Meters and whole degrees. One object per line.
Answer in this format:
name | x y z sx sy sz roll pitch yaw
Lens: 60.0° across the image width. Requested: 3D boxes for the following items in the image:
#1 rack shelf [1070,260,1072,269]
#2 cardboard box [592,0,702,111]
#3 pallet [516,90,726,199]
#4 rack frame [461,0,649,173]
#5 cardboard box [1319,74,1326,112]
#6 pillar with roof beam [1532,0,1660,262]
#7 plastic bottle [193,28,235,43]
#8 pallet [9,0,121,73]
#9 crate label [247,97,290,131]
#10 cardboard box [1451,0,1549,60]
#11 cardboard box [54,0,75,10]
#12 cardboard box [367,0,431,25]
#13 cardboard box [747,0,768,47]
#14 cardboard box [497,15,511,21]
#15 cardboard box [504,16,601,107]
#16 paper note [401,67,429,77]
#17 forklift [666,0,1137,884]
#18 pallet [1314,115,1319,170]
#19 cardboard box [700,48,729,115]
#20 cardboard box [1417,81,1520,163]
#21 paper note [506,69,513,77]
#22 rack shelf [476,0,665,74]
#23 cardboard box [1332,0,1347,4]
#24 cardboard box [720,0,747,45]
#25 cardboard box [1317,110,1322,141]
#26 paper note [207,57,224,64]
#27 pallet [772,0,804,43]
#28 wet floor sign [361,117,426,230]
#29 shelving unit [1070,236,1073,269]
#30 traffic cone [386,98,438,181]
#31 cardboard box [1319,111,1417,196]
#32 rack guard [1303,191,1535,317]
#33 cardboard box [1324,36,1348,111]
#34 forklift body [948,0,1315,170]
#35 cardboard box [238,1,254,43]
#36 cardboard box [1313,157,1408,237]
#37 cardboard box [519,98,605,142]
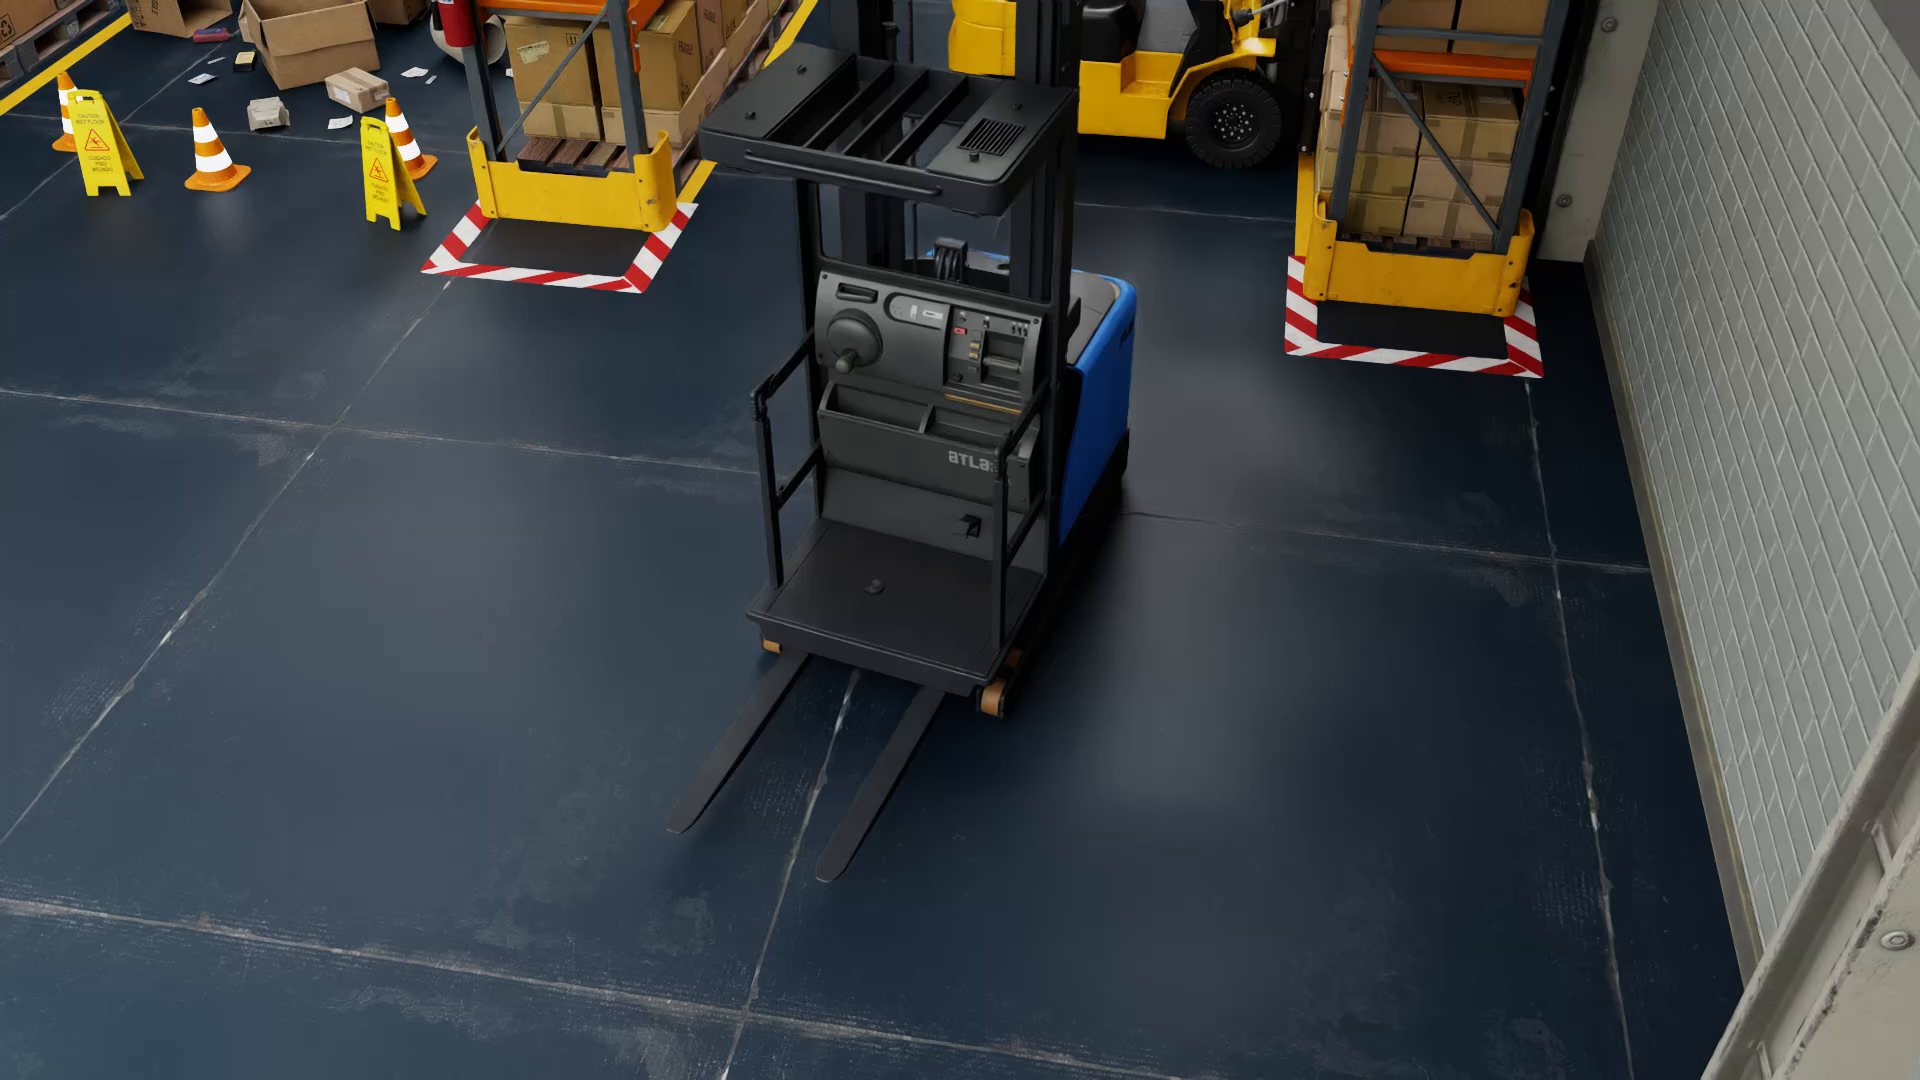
rack shelf | 0.387 -1.191 7.933 0.215 0.259 0.240 16 40 18
cardboard box | -1.926 -3.005 10.270 0.500 0.500 0.500 5 40 6
pallet | -2.153 -2.602 10.732 1.003 0.211 1.213 6 40 8
rack frame | -2.341 -3.123 9.173 1.000 3.000 0.127 6 40 8
cardboard box | 2.491 -2.853 10.282 0.500 0.250 0.500 6 40 7
pillar with roof beam | -0.684 -5.702 7.585 9.100 9.000 0.400 6 40 8
plastic bottle | -5.452 -3.696 12.173 0.283 0.061 0.133 -6 40 -8
pallet | -6.959 -3.805 12.186 1.003 0.211 1.213 6 40 8
crate label | -4.614 -2.841 11.079 0.250 0.136 0.298 -13 41 -15
cardboard box | 2.907 -2.897 8.821 0.500 0.500 0.500 8 40 9
cardboard box | -6.872 -4.506 12.183 0.875 0.875 0.875 7 40 8
cardboard box | -4.377 -4.183 12.307 0.797 0.637 0.503 6 40 8
cardboard box | -1.661 -3.681 11.676 0.500 0.250 0.500 7 40 8
cardboard box | -3.175 -4.149 12.373 0.500 0.500 0.500 -28 47 -30
cardboard box | -2.459 -3.046 10.320 0.500 0.500 0.500 7 40 8
paper note | -3.843 -3.304 11.731 0.148 0.019 0.142 20 44 23
forklift | -0.208 -0.710 6.308 1.130 2.935 3.031 14 42 17
pallet | 2.853 -2.751 10.912 1.003 0.211 1.213 6 40 8
cardboard box | -1.834 -3.020 10.878 0.500 0.250 0.500 8 40 9
cardboard box | 2.818 -2.346 9.277 0.500 0.250 0.500 6 40 7
paper note | -3.128 -3.303 11.721 0.142 0.019 0.148 -6 40 -8
rack shelf | -1.995 -4.101 10.921 1.077 0.370 4.000 6 40 8
cardboard box | 2.576 -3.345 10.485 0.500 0.250 0.500 6 40 7
cardboard box | -1.745 -3.647 11.047 0.500 0.500 0.500 7 40 9
cardboard box | 2.509 -2.634 10.410 0.500 0.250 0.500 7 40 8
paper note | -5.320 -3.430 11.891 0.032 0.001 0.123 28 47 30
pallet | -1.730 -4.133 12.584 1.003 0.211 1.213 6 40 8
wet floor sign | -3.428 -2.214 9.922 0.267 0.644 0.232 20 44 23
shelving unit | 0.384 -0.976 8.102 0.215 1.050 0.252 16 40 18
traffic cone | -3.537 -2.557 10.480 0.336 0.463 0.334 6 40 8
cardboard box | 2.325 -2.213 9.508 0.500 0.250 0.500 6 40 7
rack guard | 2.544 -1.600 9.292 1.175 0.500 0.348 6 40 8
cardboard box | 2.403 -2.710 9.717 0.500 0.250 0.500 7 40 8
forklift body | 1.080 -3.642 10.467 2.313 2.155 1.214 6 40 8
cardboard box | -5.025 -3.780 12.114 0.396 0.266 0.258 13 41 15
cardboard box | 2.318 -2.010 9.655 0.500 0.250 0.500 7 40 8
cardboard box | -2.462 -2.777 10.583 0.500 0.250 0.500 6 40 7
